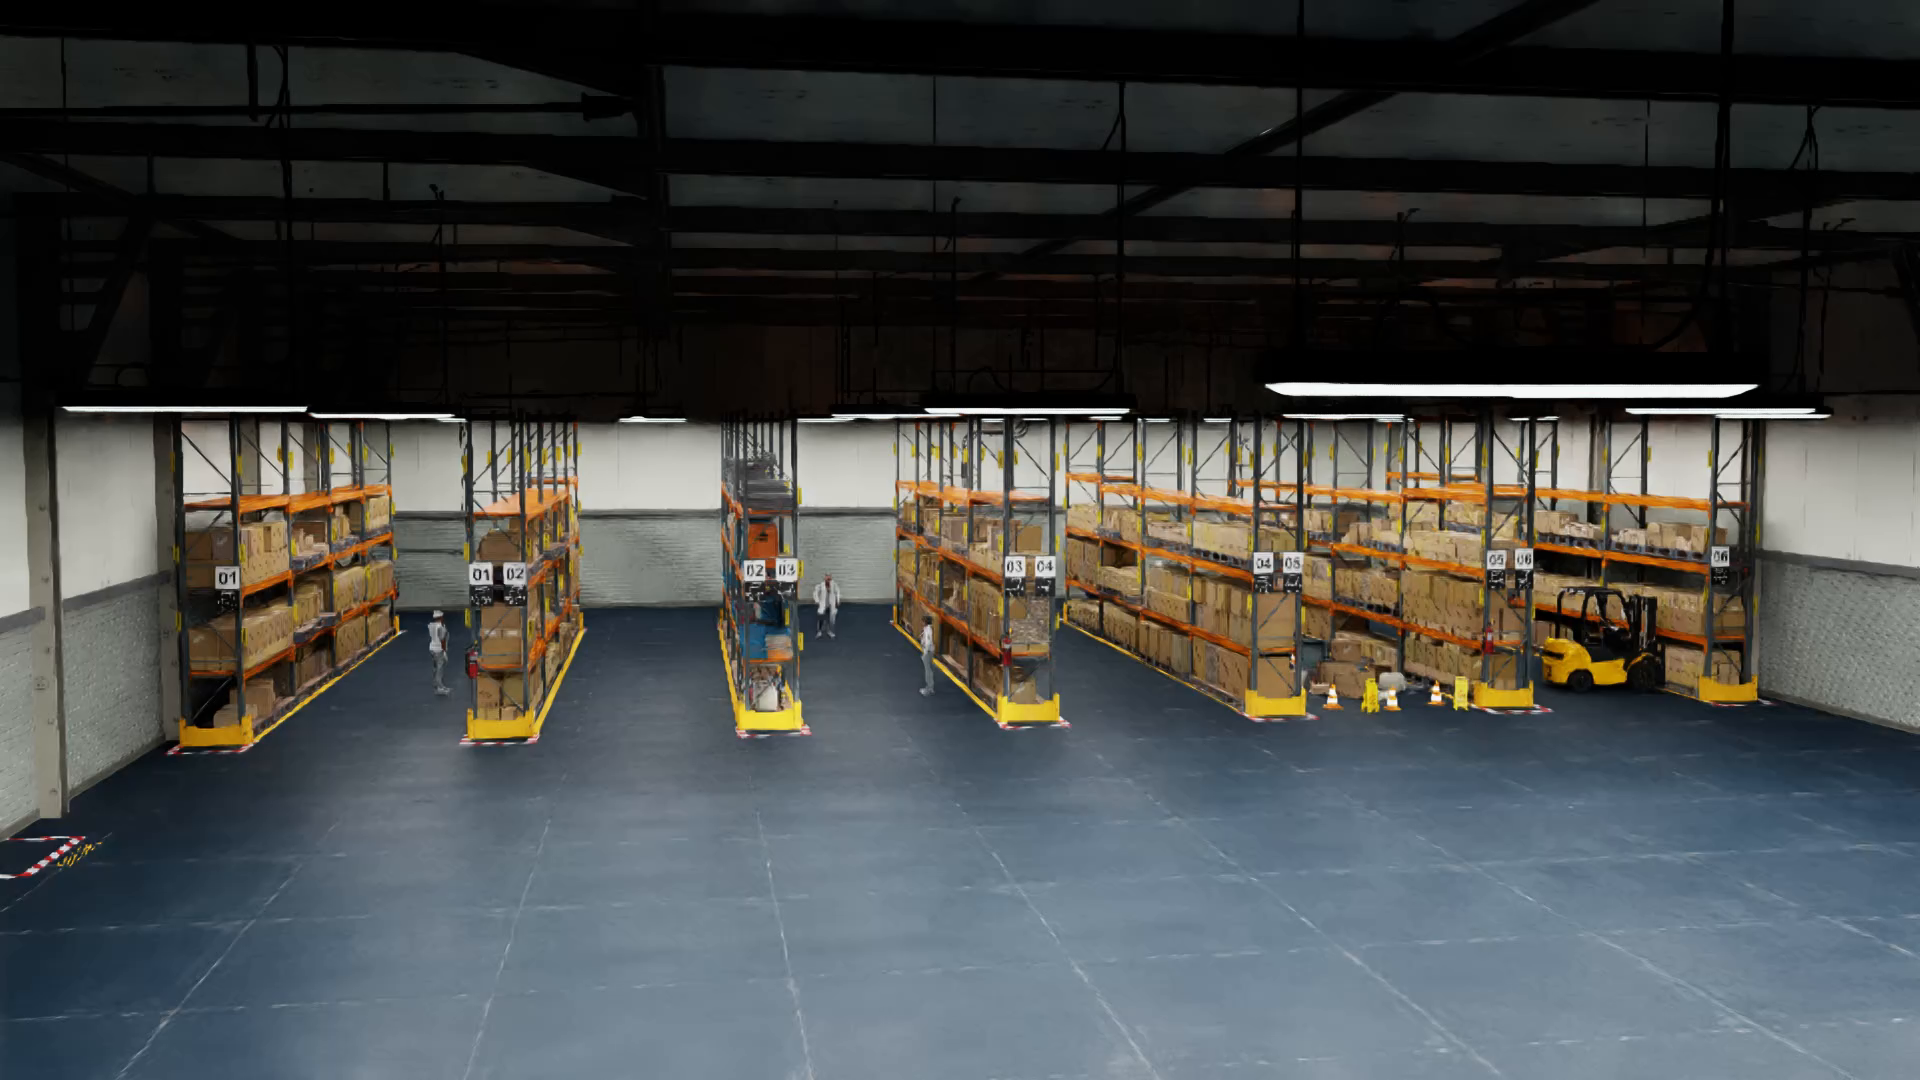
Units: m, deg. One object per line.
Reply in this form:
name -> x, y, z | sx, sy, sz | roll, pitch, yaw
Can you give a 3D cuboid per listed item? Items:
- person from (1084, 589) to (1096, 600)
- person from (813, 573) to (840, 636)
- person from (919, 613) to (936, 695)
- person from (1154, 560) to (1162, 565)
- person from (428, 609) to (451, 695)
person -> 4.090, 1.265, 52.093 | 0.463, 1.641, 0.657 | -3, 5, -40
person -> -3.591, 1.736, 44.819 | 0.729, 1.731, 0.538 | -1, 4, -12
person -> -0.693, 2.425, 35.396 | 0.368, 1.716, 0.526 | 0, 4, 5
person -> 5.694, 1.474, 47.954 | 0.586, 1.782, 0.666 | 1, 4, 10
person -> -11.003, 2.355, 35.258 | 0.457, 1.783, 0.618 | -3, 5, -40
